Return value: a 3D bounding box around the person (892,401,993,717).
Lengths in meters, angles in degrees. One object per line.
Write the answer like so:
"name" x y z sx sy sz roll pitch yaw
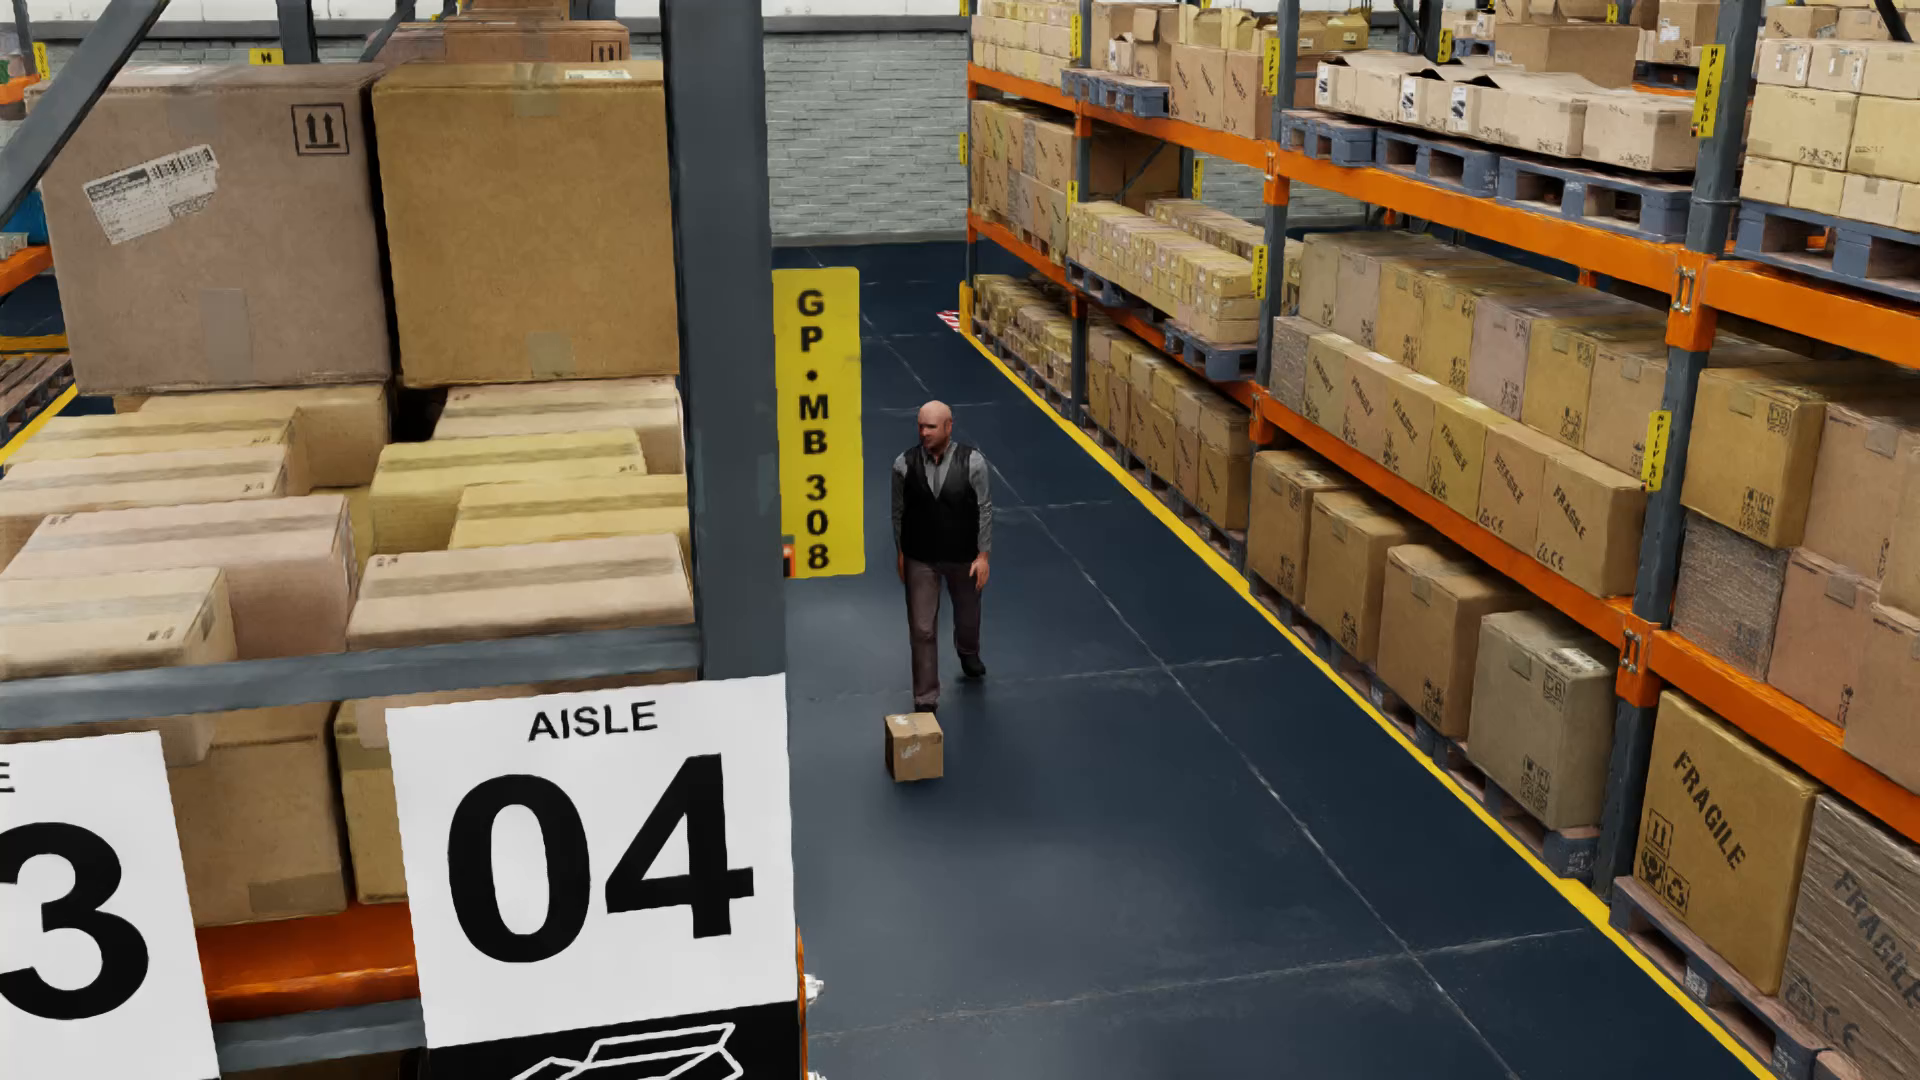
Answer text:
"person" -0.094 0.096 8.866 0.537 1.707 0.940 -1 19 -1
